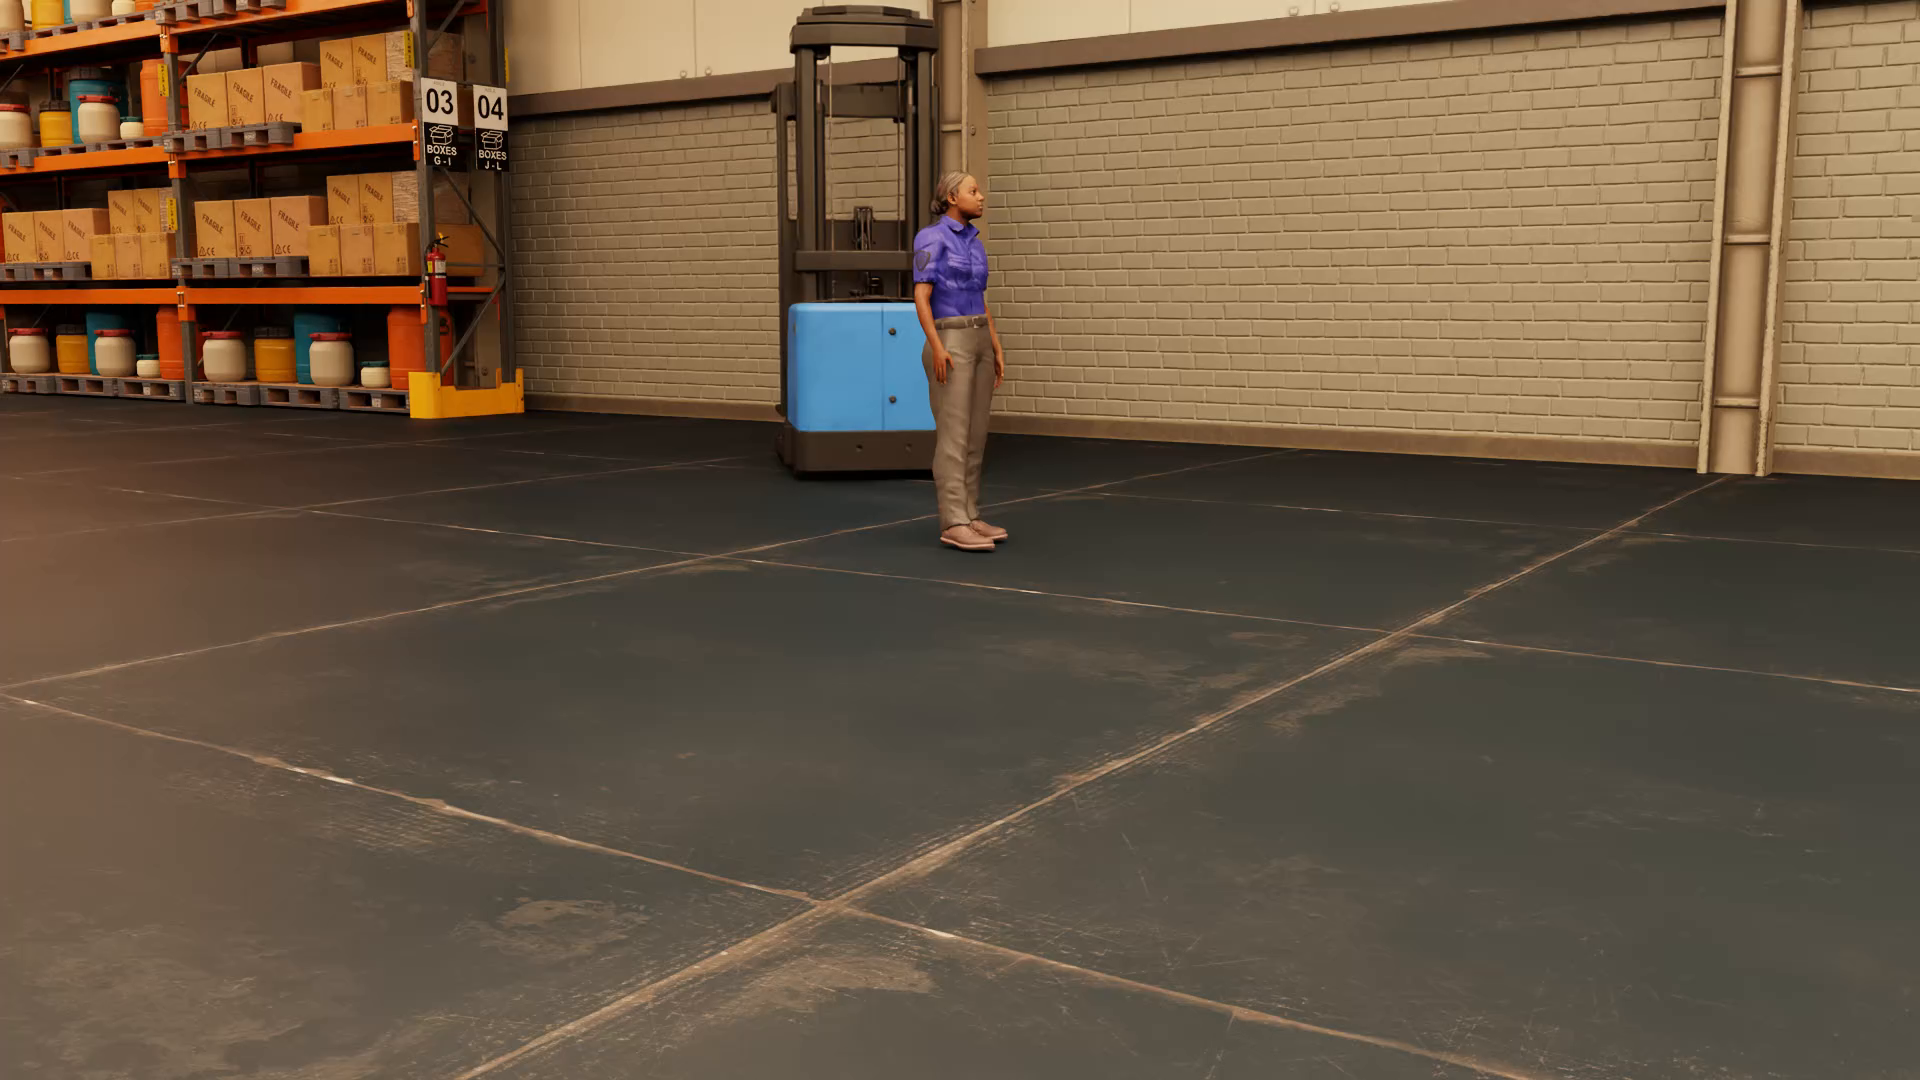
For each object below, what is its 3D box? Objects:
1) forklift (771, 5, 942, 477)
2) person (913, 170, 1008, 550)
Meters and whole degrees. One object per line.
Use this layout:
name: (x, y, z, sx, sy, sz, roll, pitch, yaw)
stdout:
forklift: (-0.706, -2.011, 11.336, 1.130, 2.935, 3.031, -1, 8, -9)
person: (0.061, -0.816, 7.422, 0.504, 1.654, 0.570, 5, 10, 34)
